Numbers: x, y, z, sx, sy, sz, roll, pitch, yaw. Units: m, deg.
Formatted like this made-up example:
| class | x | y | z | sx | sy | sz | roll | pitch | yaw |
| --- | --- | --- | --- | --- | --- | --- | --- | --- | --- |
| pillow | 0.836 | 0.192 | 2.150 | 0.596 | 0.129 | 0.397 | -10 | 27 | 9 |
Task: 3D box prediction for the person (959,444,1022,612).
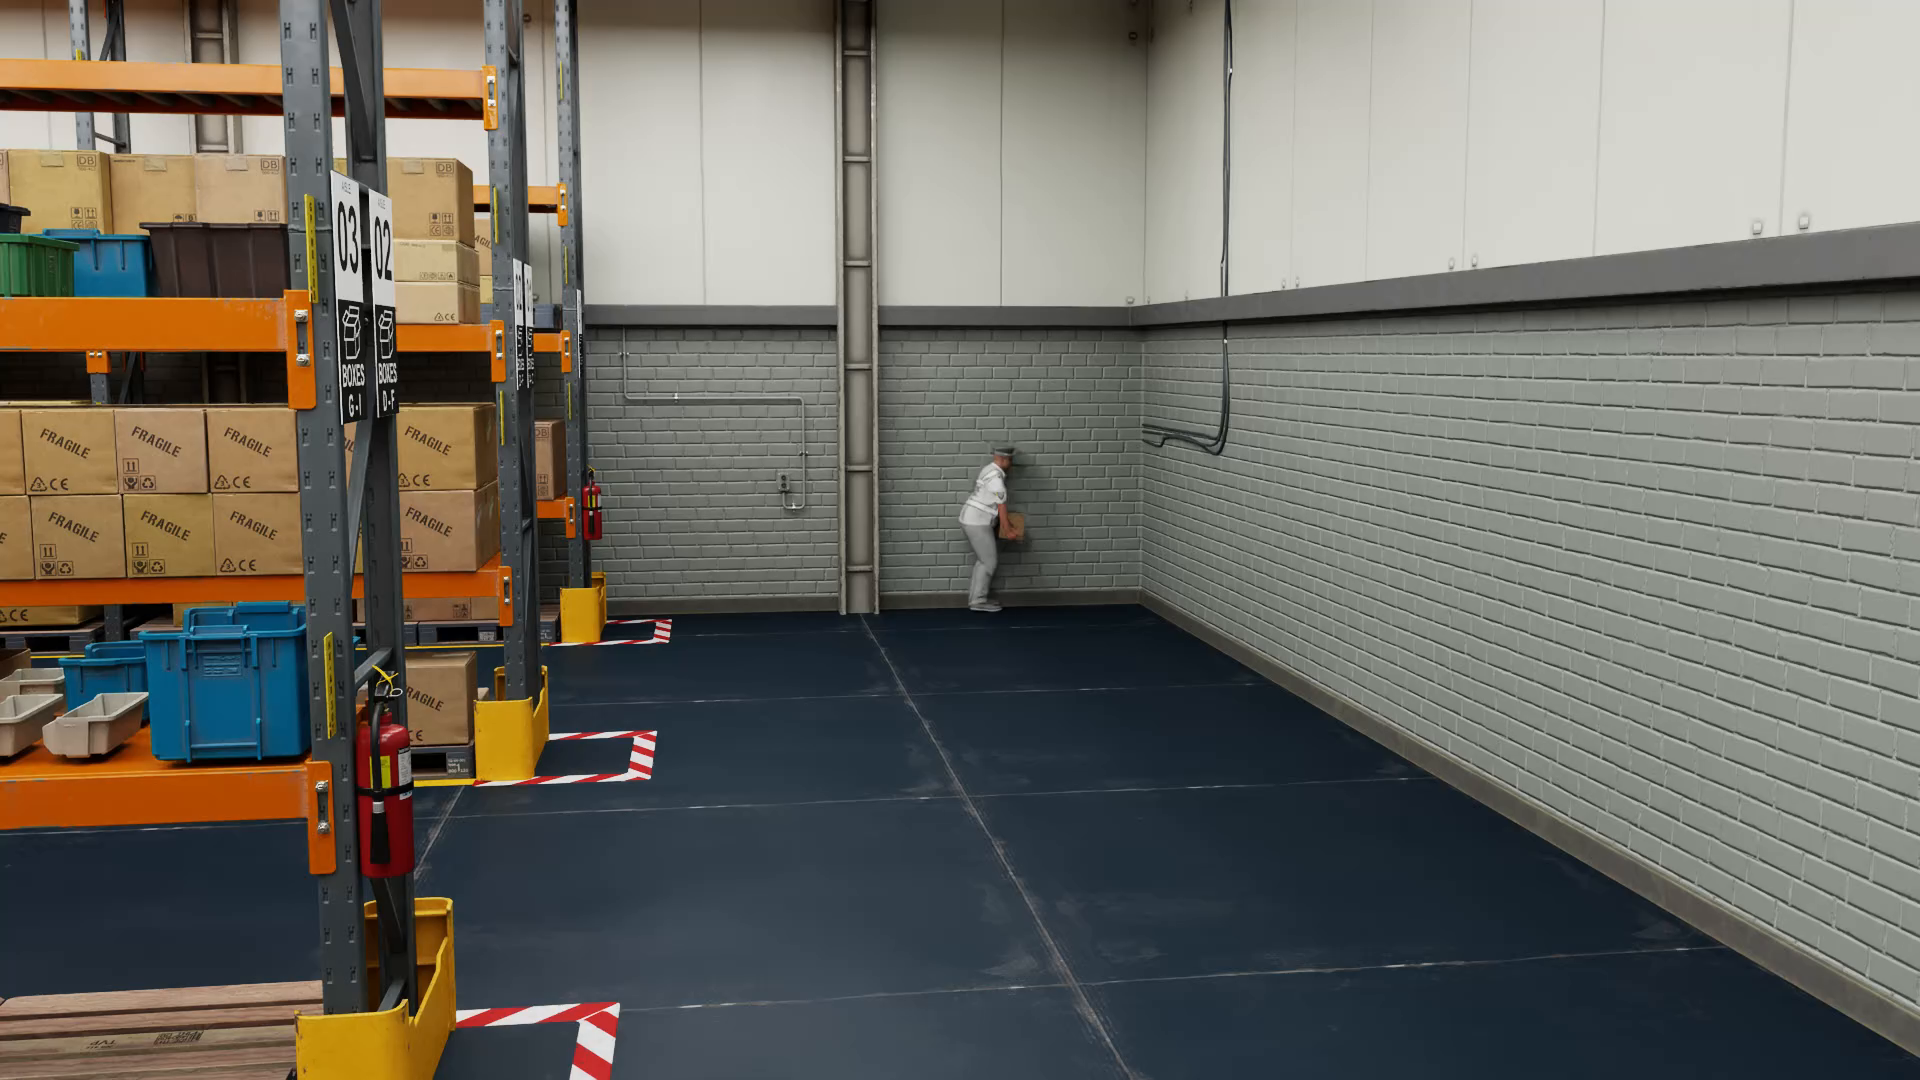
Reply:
| class | x | y | z | sx | sy | sz | roll | pitch | yaw |
| --- | --- | --- | --- | --- | --- | --- | --- | --- | --- |
| person | 0.302 | -0.128 | 17.077 | 0.617 | 1.703 | 0.478 | -1 | 7 | -10 |
